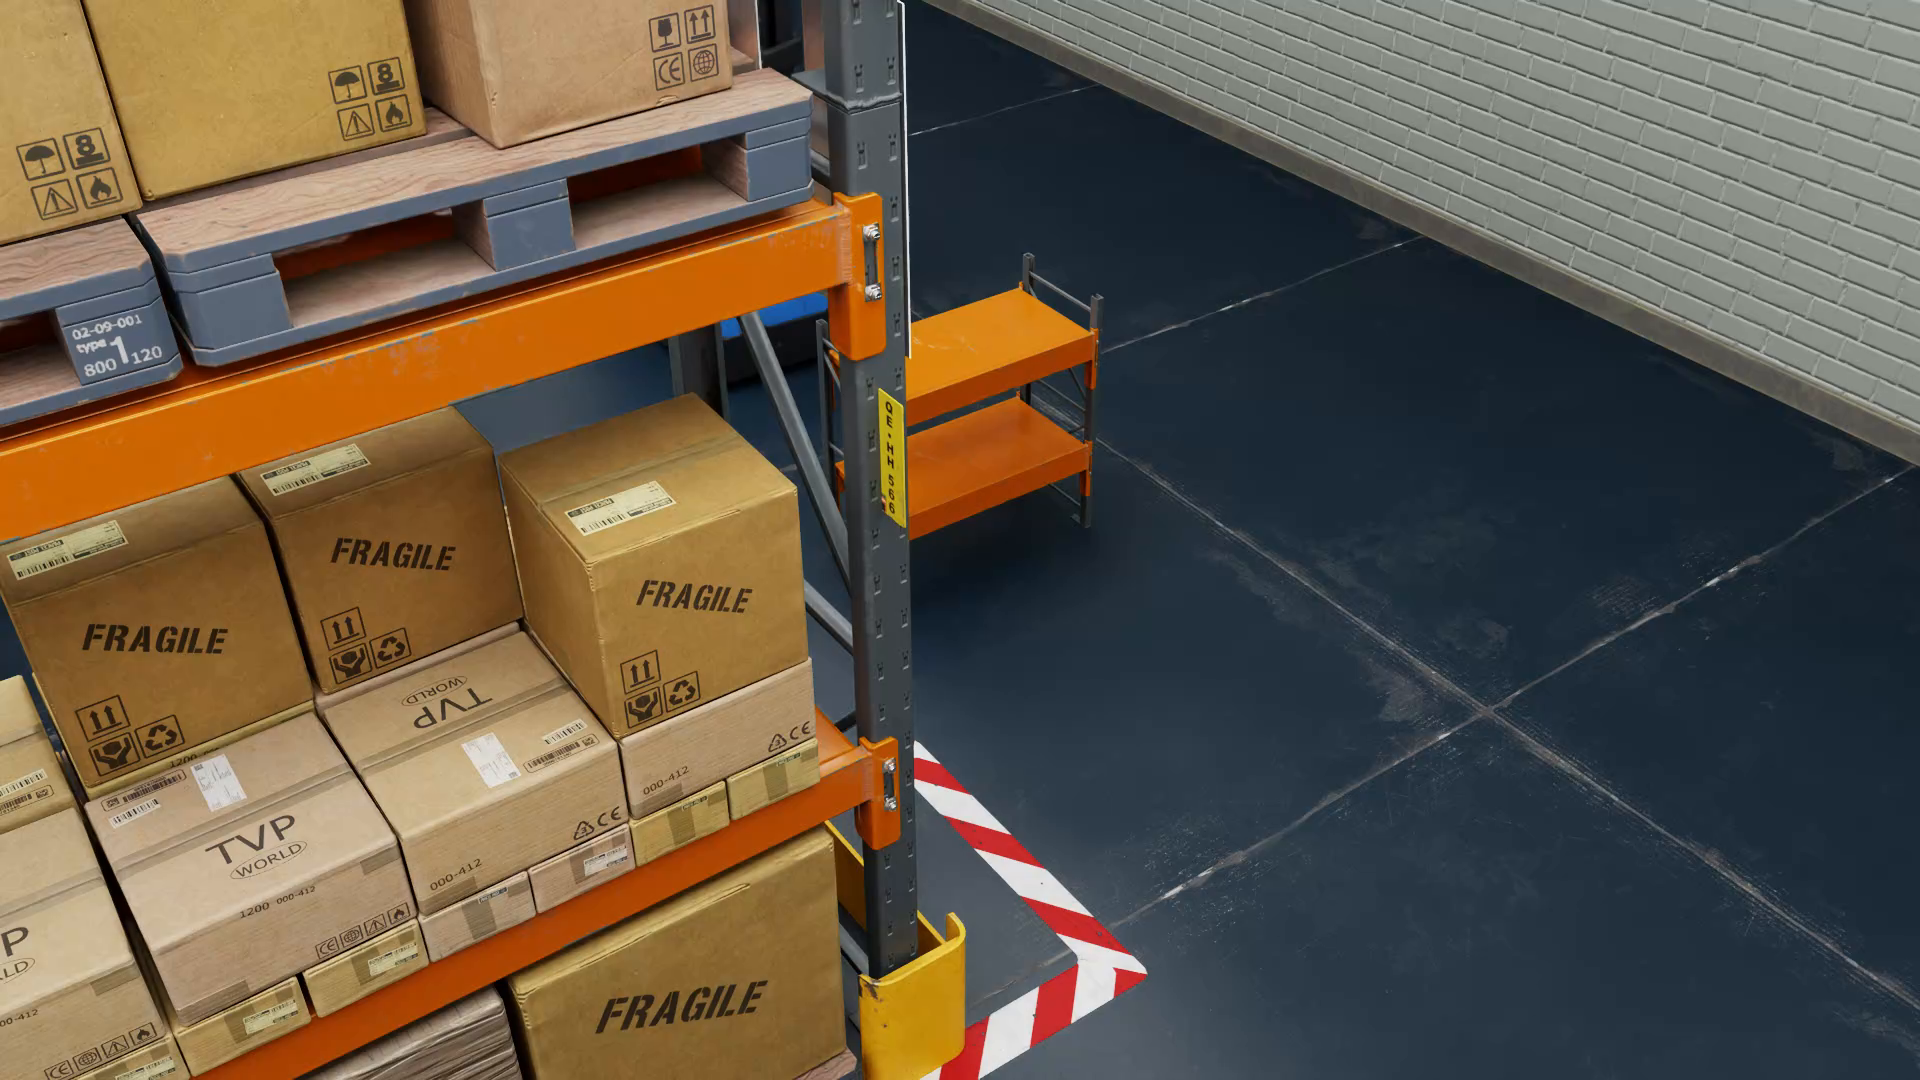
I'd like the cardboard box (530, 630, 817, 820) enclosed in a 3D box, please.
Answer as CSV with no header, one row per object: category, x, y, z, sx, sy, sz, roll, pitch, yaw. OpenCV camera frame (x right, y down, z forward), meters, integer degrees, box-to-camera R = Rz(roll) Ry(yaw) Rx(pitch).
cardboard box,-0.698,0.350,4.067,0.500,0.250,0.500,-23,42,-29

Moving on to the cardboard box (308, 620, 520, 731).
cardboard box,-1.424,0.271,4.177,0.500,0.250,0.500,-23,42,-28

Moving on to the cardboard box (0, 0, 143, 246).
cardboard box,-1.774,-0.820,2.721,0.500,0.500,0.700,-25,43,-31

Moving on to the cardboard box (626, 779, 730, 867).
cardboard box,-0.768,0.588,4.079,0.250,0.149,0.380,-22,41,-27

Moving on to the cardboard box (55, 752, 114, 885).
cardboard box,-2.192,0.703,3.919,0.250,0.149,0.380,-23,42,-29

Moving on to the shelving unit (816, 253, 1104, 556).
shelving unit,0.006,-0.459,6.925,1.048,1.125,0.538,-22,41,-28

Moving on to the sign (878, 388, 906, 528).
sign,-0.154,-0.182,3.739,0.005,0.325,0.100,-22,41,-28

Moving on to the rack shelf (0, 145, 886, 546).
rack shelf,-2.090,-0.132,2.912,4.000,0.370,1.077,-22,41,-28

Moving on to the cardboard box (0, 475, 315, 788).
cardboard box,-1.832,0.134,3.726,0.500,0.500,0.500,-24,42,-29

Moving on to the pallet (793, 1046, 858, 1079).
pallet,-1.064,1.559,4.902,1.213,0.211,1.003,-22,41,-28

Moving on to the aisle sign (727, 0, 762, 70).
aisle sign,-0.569,-1.102,3.987,0.004,0.787,0.394,-22,41,-28

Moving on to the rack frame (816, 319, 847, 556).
rack frame,-0.410,-0.288,6.687,0.032,1.125,0.500,-22,41,-28

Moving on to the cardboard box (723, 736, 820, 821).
cardboard box,-0.557,0.500,4.202,0.250,0.149,0.380,-22,41,-27

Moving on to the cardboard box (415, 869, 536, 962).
cardboard box,-1.179,0.756,3.846,0.250,0.149,0.380,-22,41,-27

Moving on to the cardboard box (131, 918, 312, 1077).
cardboard box,-1.602,0.931,3.601,0.250,0.149,0.380,-22,41,-28

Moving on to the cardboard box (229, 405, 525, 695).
cardboard box,-1.412,-0.043,3.972,0.500,0.500,0.500,-23,42,-29

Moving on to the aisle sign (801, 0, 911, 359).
aisle sign,-0.224,-0.816,3.589,0.004,0.787,0.394,-22,41,-28

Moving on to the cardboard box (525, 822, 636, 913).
cardboard box,-0.975,0.672,3.962,0.250,0.149,0.380,-22,41,-28

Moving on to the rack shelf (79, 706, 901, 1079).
rack shelf,-2.090,1.085,3.788,4.000,0.370,1.077,-22,41,-28

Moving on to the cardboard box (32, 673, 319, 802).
cardboard box,-1.837,0.439,3.945,0.500,0.250,0.500,-24,42,-29

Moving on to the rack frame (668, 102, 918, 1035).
rack frame,-0.455,0.121,4.513,0.127,3.000,1.000,-22,41,-28

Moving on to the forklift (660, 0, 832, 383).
forklift,-1.564,-2.794,8.624,1.130,2.935,3.031,-20,40,-25

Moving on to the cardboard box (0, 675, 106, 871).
cardboard box,-2.260,0.617,3.697,0.500,0.250,0.500,-23,42,-29

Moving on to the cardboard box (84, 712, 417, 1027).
cardboard box,-1.529,0.692,3.592,0.500,0.250,0.500,-24,42,-29

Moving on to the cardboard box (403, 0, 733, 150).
cardboard box,-0.849,-1.148,3.178,0.500,0.500,0.700,-25,43,-30

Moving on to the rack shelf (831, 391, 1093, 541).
rack shelf,0.006,-0.260,7.067,1.000,0.278,0.538,-22,41,-28

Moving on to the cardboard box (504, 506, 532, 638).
cardboard box,-1.003,0.093,4.425,0.500,0.250,0.500,-24,42,-29

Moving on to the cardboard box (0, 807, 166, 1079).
cardboard box,-1.953,0.869,3.346,0.500,0.250,0.500,-22,41,-28

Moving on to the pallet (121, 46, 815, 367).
pallet,-1.056,-0.807,3.309,1.213,0.211,1.003,-22,41,-28

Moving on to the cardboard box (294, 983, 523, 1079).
cardboard box,-1.676,1.372,4.233,0.875,0.875,0.875,-22,41,-28

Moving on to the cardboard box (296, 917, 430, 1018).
cardboard box,-1.391,0.844,3.723,0.250,0.149,0.380,-23,42,-29

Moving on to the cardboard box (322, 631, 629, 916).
cardboard box,-1.113,0.521,3.831,0.500,0.250,0.500,-23,42,-29

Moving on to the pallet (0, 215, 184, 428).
pallet,-2.054,-0.394,2.736,1.213,0.211,1.003,-22,41,-28

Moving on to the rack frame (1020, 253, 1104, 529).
rack frame,0.421,-0.630,7.162,0.032,1.125,0.500,-22,41,-28

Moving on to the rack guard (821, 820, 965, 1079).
rack guard,-0.436,1.127,5.254,0.348,0.500,1.175,-22,41,-28

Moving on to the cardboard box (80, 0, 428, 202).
cardboard box,-1.379,-1.017,2.995,0.500,0.500,0.700,-24,42,-29

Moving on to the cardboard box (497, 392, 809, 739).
cardboard box,-0.702,0.046,3.849,0.500,0.500,0.500,-22,41,-27

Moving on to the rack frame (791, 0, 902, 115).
rack frame,-0.455,-2.315,2.762,0.127,3.000,1.000,-22,41,-28

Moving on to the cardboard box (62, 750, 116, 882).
cardboard box,-1.985,0.618,4.037,0.250,0.149,0.380,-23,42,-28

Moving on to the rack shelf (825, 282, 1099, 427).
rack shelf,0.006,-0.697,6.754,1.000,0.278,0.538,-22,41,-28

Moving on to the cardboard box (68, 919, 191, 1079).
cardboard box,-1.806,1.014,3.487,0.250,0.149,0.380,-22,41,-27

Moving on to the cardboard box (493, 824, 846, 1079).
cardboard box,-0.932,1.066,4.659,0.875,0.875,0.875,-22,41,-28
